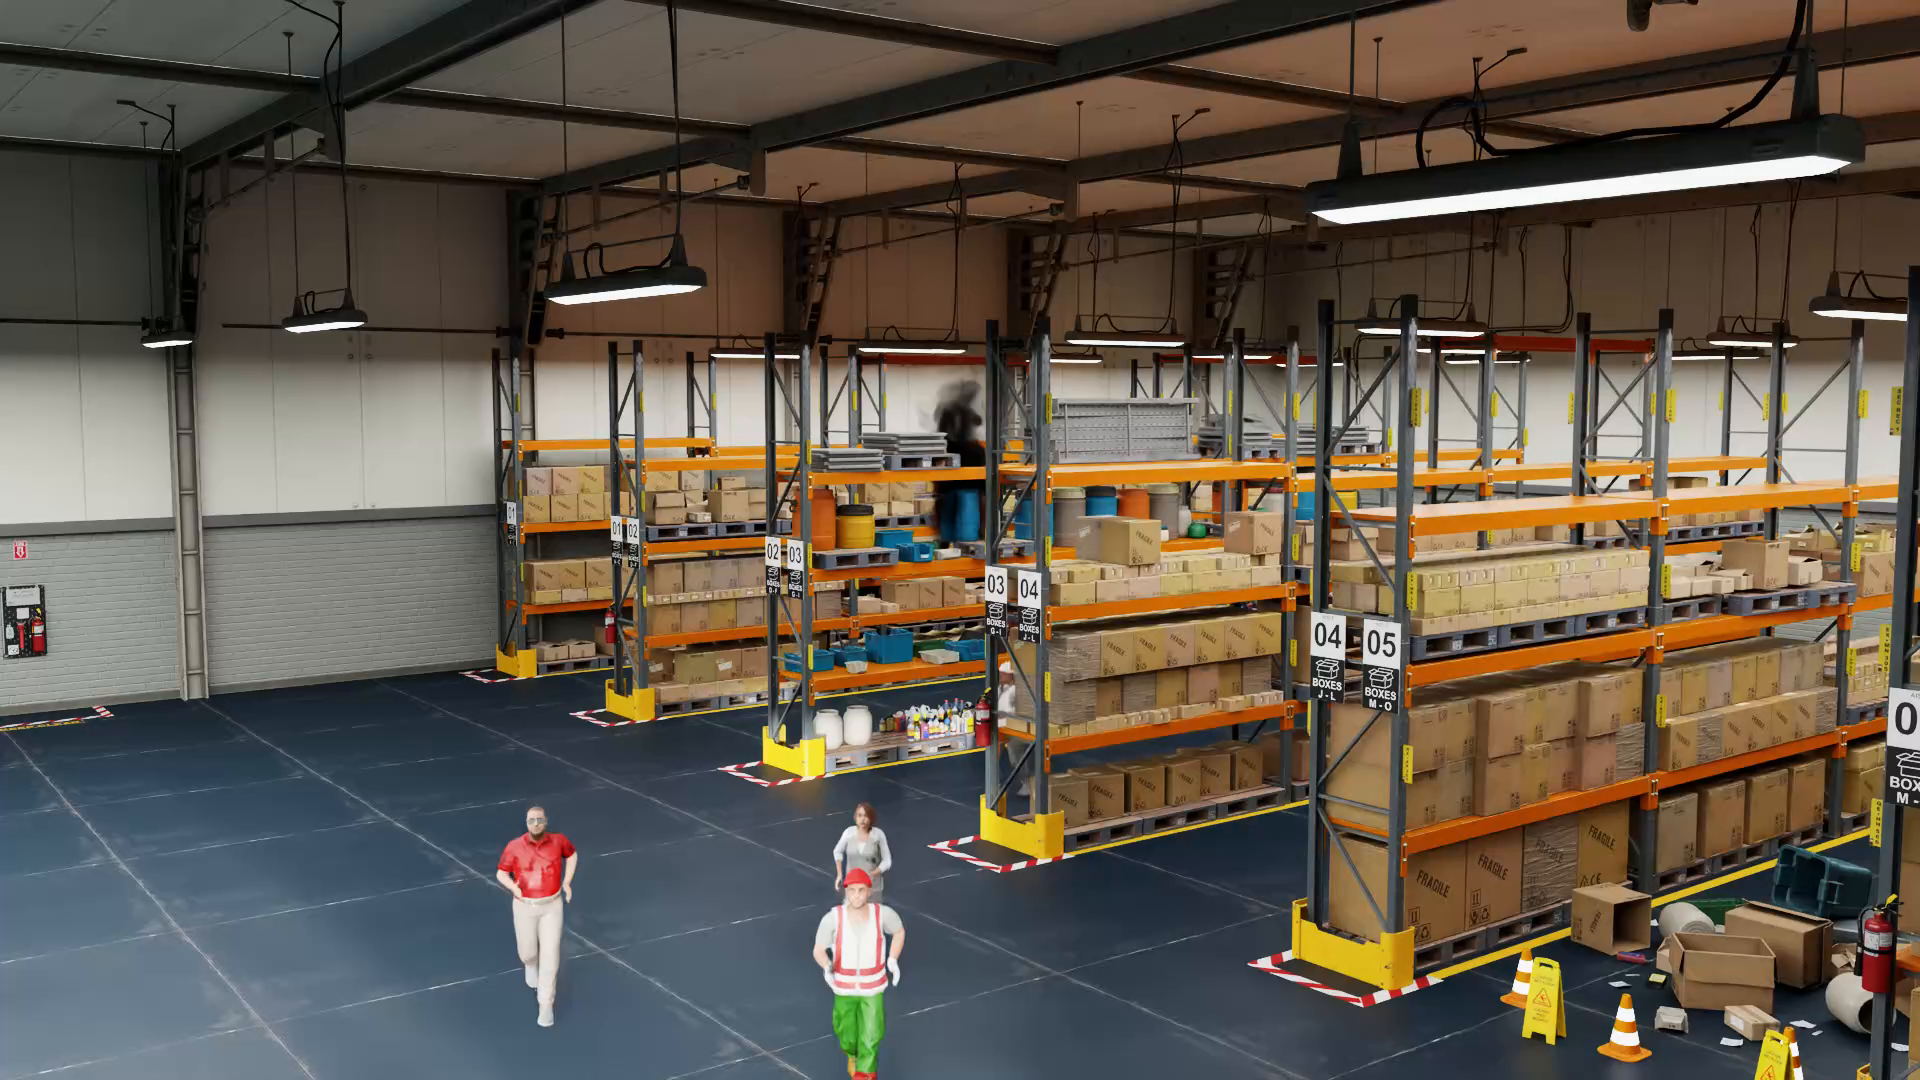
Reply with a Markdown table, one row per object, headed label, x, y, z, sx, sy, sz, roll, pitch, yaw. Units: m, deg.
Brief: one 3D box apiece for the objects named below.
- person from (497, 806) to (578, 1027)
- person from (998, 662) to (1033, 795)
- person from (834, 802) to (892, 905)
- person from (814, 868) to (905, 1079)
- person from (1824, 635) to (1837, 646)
| label | x | y | z | sx | sy | sz | roll | pitch | yaw |
| --- | --- | --- | --- | --- | --- | --- | --- | --- | --- |
| person | -3.537 | 3.083 | 13.922 | 0.644 | 1.726 | 0.954 | -1 | 5 | -15 |
| person | 0.636 | 2.439 | 21.063 | 0.796 | 1.820 | 0.647 | -5 | 7 | -42 |
| person | -0.869 | 3.099 | 14.682 | 0.528 | 1.562 | 0.530 | 0 | 5 | 1 |
| person | -0.732 | 3.230 | 11.944 | 0.636 | 1.789 | 0.956 | 0 | 5 | -1 |
| person | 12.392 | 2.226 | 23.667 | 0.571 | 1.740 | 0.717 | -3 | 6 | -32 |
